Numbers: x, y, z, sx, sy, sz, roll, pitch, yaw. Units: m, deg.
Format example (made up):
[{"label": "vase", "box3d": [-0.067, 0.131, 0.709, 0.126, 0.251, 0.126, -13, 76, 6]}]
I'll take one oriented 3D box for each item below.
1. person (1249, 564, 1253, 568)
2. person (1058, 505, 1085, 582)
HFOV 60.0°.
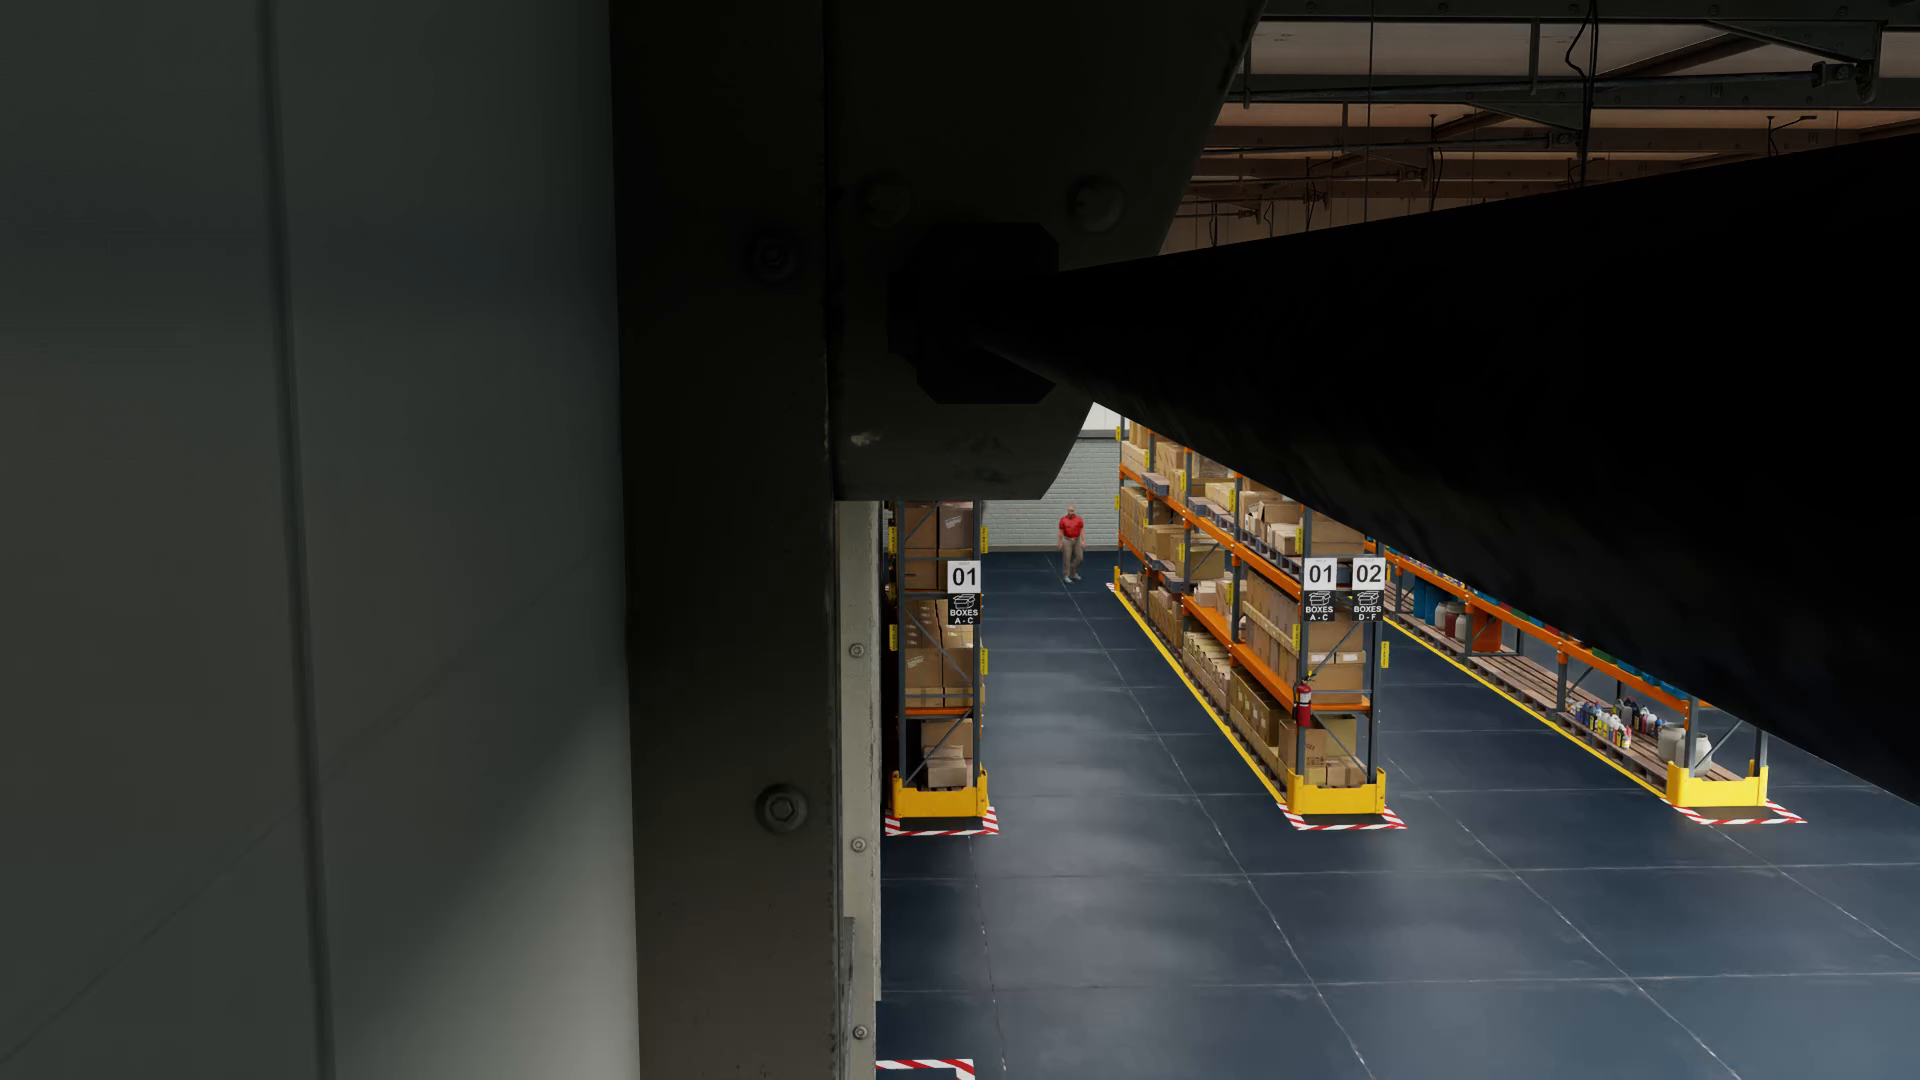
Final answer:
[{"label": "person", "box3d": [6.096, 0.722, 32.914, 0.635, 1.696, 0.995, -1, 8, -5]}, {"label": "person", "box3d": [2.508, 0.072, 37.572, 0.579, 1.737, 0.435, -4, 9, -25]}]
